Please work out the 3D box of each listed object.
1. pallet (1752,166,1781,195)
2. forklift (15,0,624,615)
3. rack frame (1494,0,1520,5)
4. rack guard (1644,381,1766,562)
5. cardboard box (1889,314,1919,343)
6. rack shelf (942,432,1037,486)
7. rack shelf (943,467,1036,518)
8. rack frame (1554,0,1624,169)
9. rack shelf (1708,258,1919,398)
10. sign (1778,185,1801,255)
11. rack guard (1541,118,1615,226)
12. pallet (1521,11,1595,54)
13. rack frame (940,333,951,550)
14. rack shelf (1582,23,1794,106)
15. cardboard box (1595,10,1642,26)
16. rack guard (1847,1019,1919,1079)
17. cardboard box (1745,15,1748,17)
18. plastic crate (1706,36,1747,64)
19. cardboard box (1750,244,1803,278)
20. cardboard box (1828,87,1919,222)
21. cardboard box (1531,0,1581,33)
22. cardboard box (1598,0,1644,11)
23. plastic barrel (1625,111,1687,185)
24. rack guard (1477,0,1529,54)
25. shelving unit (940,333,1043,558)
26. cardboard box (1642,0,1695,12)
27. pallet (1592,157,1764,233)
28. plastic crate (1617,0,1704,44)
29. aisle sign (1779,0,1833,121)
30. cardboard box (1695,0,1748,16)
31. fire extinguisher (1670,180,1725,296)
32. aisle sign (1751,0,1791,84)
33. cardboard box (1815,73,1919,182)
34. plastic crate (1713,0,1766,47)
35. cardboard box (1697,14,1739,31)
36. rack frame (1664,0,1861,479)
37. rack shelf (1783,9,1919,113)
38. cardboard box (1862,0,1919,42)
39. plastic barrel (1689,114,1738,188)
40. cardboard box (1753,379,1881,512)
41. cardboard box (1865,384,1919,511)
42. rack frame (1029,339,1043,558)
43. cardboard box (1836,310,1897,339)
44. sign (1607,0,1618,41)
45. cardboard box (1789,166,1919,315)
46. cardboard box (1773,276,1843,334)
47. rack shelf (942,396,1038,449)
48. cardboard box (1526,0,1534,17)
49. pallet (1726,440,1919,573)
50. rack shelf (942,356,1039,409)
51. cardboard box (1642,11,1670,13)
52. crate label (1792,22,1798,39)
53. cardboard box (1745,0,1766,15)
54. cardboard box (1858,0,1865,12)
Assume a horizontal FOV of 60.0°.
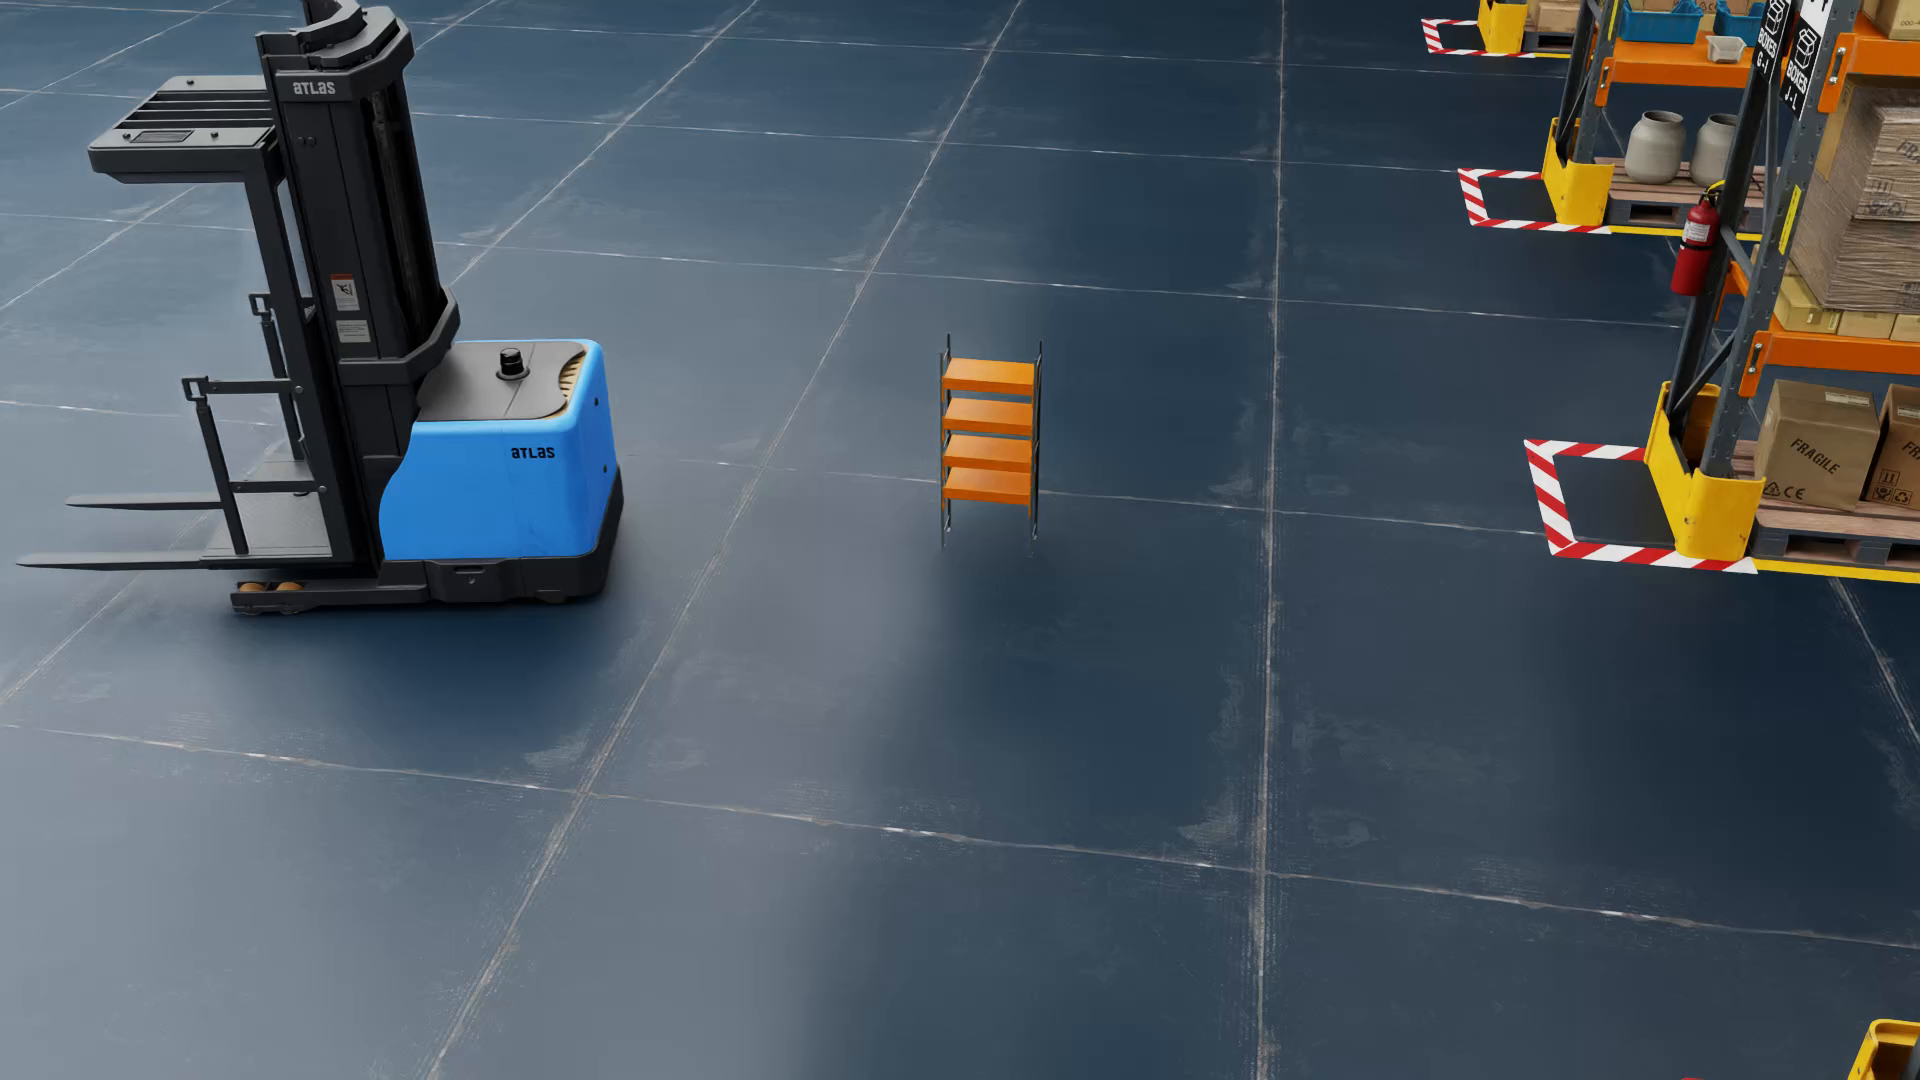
[{"bbox_3d":[7.044,-2.716,13.391,1.213,0.211,1.003,5,32,8],"label":"pallet"},{"bbox_3d":[-3.408,-1.139,8.307,3.031,2.935,1.130,-1,32,-2],"label":"forklift"},{"bbox_3d":[5.800,-6.656,17.057,0.127,3.000,1.000,5,32,8],"label":"rack frame"},{"bbox_3d":[4.204,-0.409,9.433,0.348,0.500,1.175,5,32,8],"label":"rack guard"},{"bbox_3d":[4.857,-1.156,8.507,0.250,0.149,0.380,5,32,8],"label":"cardboard box"},{"bbox_3d":[0.163,-0.437,8.944,0.480,0.148,0.258,5,32,8],"label":"rack shelf"},{"bbox_3d":[0.163,-0.268,9.049,0.480,0.148,0.258,5,32,8],"label":"rack shelf"},{"bbox_3d":[4.963,-4.066,12.919,0.127,3.000,1.000,5,32,8],"label":"rack frame"},{"bbox_3d":[6.101,-0.992,8.686,4.000,0.370,1.077,5,32,8],"label":"rack shelf"},{"bbox_3d":[4.038,-1.559,8.097,0.005,0.325,0.100,5,32,8],"label":"sign"},{"bbox_3d":[5.045,-3.024,13.610,0.348,0.500,1.175,5,32,8],"label":"rack guard"},{"bbox_3d":[6.561,-5.428,17.723,1.213,0.211,1.003,5,32,8],"label":"pallet"},{"bbox_3d":[-0.077,-0.516,8.943,0.015,1.200,0.240,5,32,8],"label":"rack frame"},{"bbox_3d":[6.934,-3.582,12.824,4.000,0.370,1.077,5,32,8],"label":"rack shelf"},{"bbox_3d":[6.784,-5.462,17.344,0.500,0.250,0.500,5,32,8],"label":"cardboard box"},{"bbox_3d":[3.172,2.167,5.317,0.348,0.500,1.175,5,32,8],"label":"rack guard"},{"bbox_3d":[8.262,-5.325,17.127,0.500,0.250,0.500,5,32,8],"label":"cardboard box"},{"bbox_3d":[5.791,-3.706,12.592,0.250,0.136,0.298,5,32,8],"label":"plastic crate"},{"bbox_3d":[4.445,-1.452,8.979,0.250,0.149,0.380,5,32,8],"label":"cardboard box"},{"bbox_3d":[4.626,-1.876,8.103,0.500,0.500,0.500,5,32,8],"label":"cardboard box"},{"bbox_3d":[6.291,-5.505,17.413,0.500,0.250,0.500,5,32,8],"label":"cardboard box"},{"bbox_3d":[6.784,-5.779,17.144,0.500,0.500,0.500,5,32,8],"label":"cardboard box"},{"bbox_3d":[5.624,-3.171,13.437,0.421,0.512,0.421,0,32,0],"label":"plastic barrel"},{"bbox_3d":[5.776,-5.599,17.724,0.348,0.500,1.175,5,32,8],"label":"rack guard"},{"bbox_3d":[0.163,-0.494,8.908,0.503,1.200,0.258,5,32,8],"label":"shelving unit"},{"bbox_3d":[7.279,-5.741,17.083,0.500,0.500,0.500,5,32,8],"label":"cardboard box"},{"bbox_3d":[5.845,-2.826,13.567,1.213,0.211,1.003,5,32,8],"label":"pallet"},{"bbox_3d":[5.506,-4.115,13.137,0.616,0.251,0.499,5,32,8],"label":"plastic crate"},{"bbox_3d":[4.018,-2.426,7.849,0.004,0.787,0.394,5,32,8],"label":"aisle sign"},{"bbox_3d":[7.769,-5.687,16.998,0.500,0.500,0.500,5,32,8],"label":"cardboard box"},{"bbox_3d":[4.094,-1.694,9.202,0.183,0.674,0.296,5,32,8],"label":"fire extinguisher"},{"bbox_3d":[4.119,-2.740,8.350,0.004,0.787,0.394,5,32,8],"label":"aisle sign"},{"bbox_3d":[4.713,-2.148,8.537,0.500,0.500,0.500,5,32,8],"label":"cardboard box"},{"bbox_3d":[6.146,-4.054,13.039,0.408,0.251,0.499,5,32,8],"label":"plastic crate"},{"bbox_3d":[7.769,-5.370,17.197,0.500,0.250,0.500,5,32,8],"label":"cardboard box"},{"bbox_3d":[4.129,-1.476,8.780,0.127,3.000,1.000,5,32,8],"label":"rack frame"},{"bbox_3d":[6.101,-2.264,7.890,4.000,0.370,1.077,5,32,8],"label":"rack shelf"},{"bbox_3d":[4.561,-2.505,7.739,0.500,0.250,0.500,6,33,10],"label":"cardboard box"},{"bbox_3d":[6.118,-3.126,13.366,0.421,0.512,0.421,0,32,0],"label":"plastic barrel"},{"bbox_3d":[4.742,-0.529,9.229,0.500,0.500,0.500,11,34,17],"label":"cardboard box"},{"bbox_3d":[5.337,-0.494,9.172,0.500,0.500,0.500,14,35,21],"label":"cardboard box"},{"bbox_3d":[0.404,-0.472,8.873,0.015,1.200,0.240,5,32,8],"label":"rack frame"},{"bbox_3d":[4.613,-1.187,8.555,0.250,0.149,0.380,5,32,8],"label":"cardboard box"},{"bbox_3d":[4.866,-3.896,12.386,0.005,0.325,0.100,5,32,8],"label":"sign"},{"bbox_3d":[4.667,-1.581,8.573,0.500,0.500,0.875,5,32,8],"label":"cardboard box"},{"bbox_3d":[4.370,-1.219,8.607,0.250,0.149,0.380,5,32,8],"label":"cardboard box"},{"bbox_3d":[0.163,-0.626,8.825,0.480,0.148,0.258,5,32,8],"label":"rack shelf"},{"bbox_3d":[6.378,-5.775,17.845,0.500,0.250,0.500,5,32,8],"label":"cardboard box"},{"bbox_3d":[4.999,-0.196,9.364,1.213,0.211,1.003,5,32,8],"label":"pallet"},{"bbox_3d":[0.163,-0.827,8.700,0.480,0.148,0.258,5,32,8],"label":"rack shelf"},{"bbox_3d":[7.277,-5.417,17.273,0.500,0.250,0.500,5,32,8],"label":"cardboard box"},{"bbox_3d":[6.822,-4.058,12.873,0.616,0.435,0.502,5,32,8],"label":"crate label"},{"bbox_3d":[8.264,-5.650,16.938,0.500,0.500,0.500,5,32,8],"label":"cardboard box"},{"bbox_3d":[4.647,-2.773,8.168,0.500,0.250,0.500,6,33,9],"label":"cardboard box"}]
